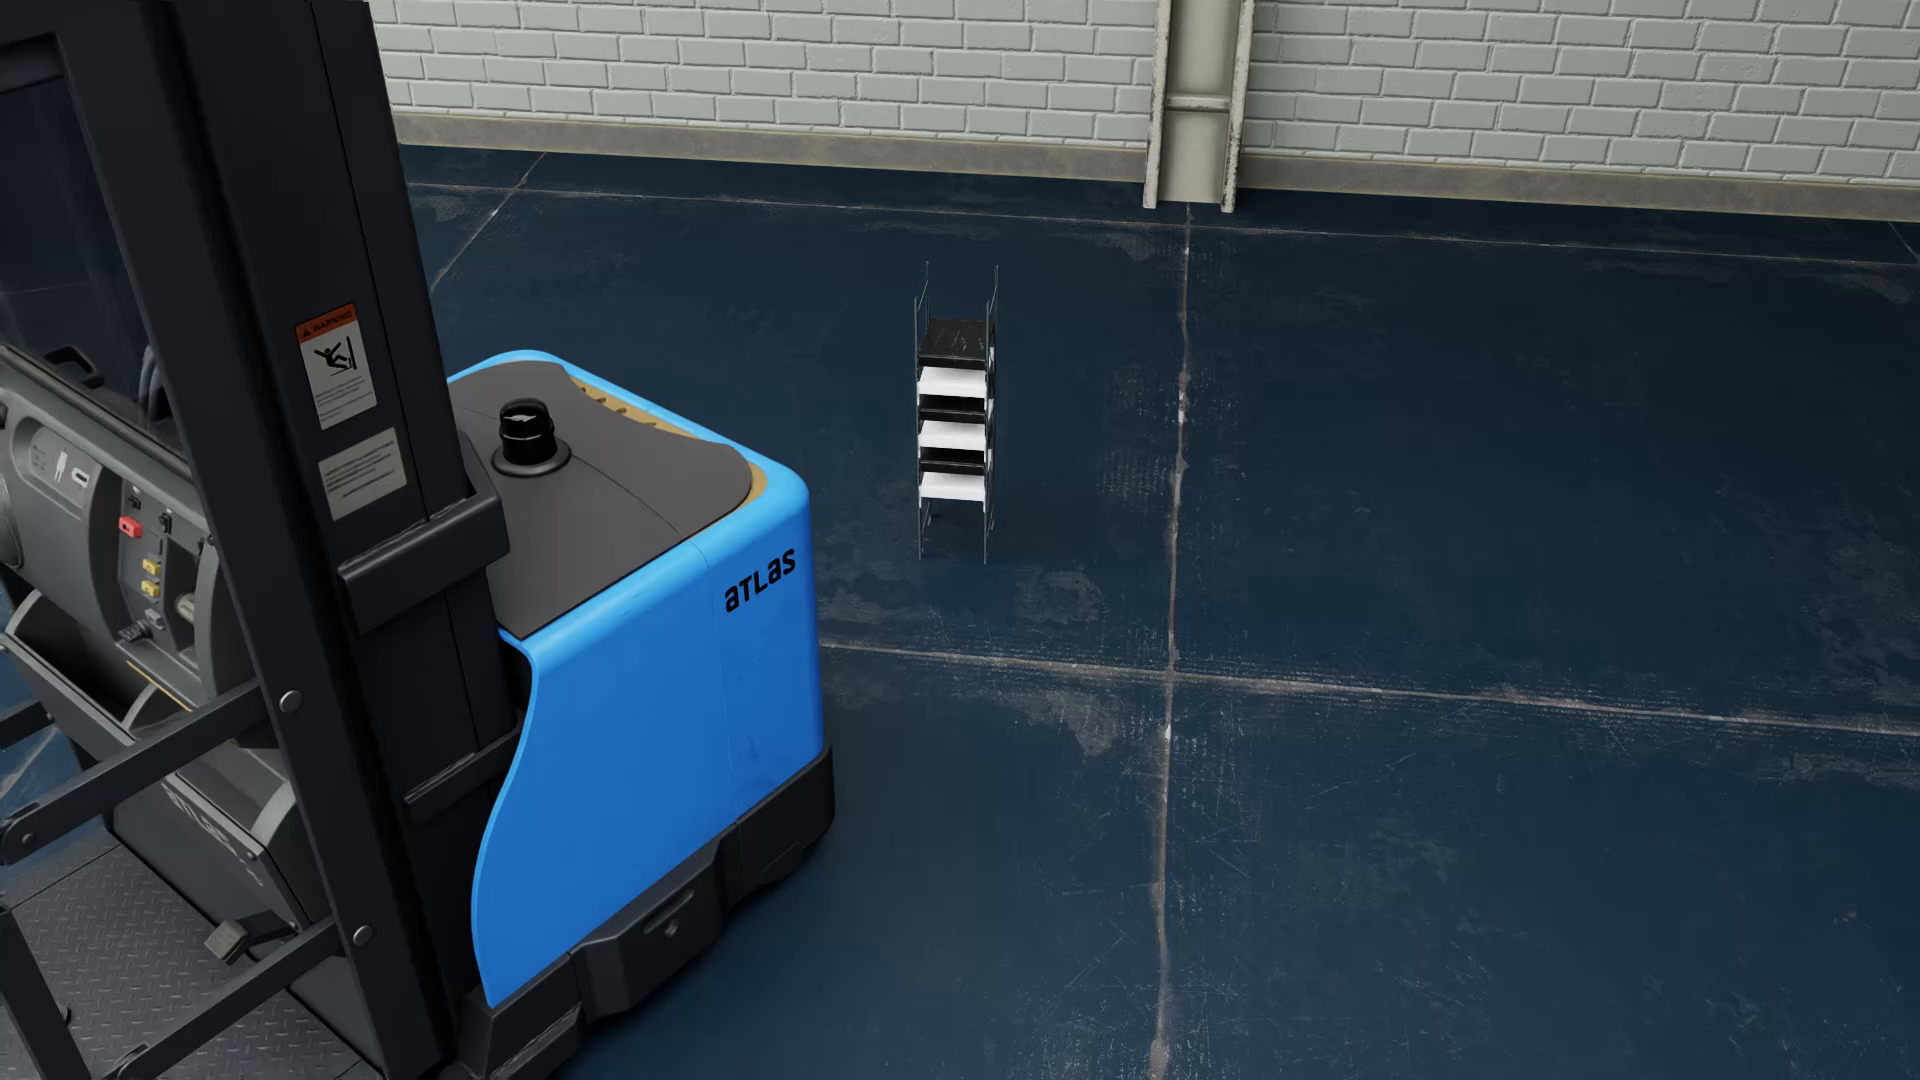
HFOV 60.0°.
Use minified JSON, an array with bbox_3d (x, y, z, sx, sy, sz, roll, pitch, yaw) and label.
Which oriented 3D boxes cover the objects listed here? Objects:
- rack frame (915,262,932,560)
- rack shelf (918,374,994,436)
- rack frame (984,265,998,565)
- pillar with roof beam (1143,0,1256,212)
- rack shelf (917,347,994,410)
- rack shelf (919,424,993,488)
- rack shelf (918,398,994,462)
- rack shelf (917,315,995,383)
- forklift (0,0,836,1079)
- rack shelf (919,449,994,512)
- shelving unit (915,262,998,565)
[{"bbox_3d":[-0.109,-0.374,5.000,0.006,0.900,0.240,4,36,6],"label":"rack frame"},{"bbox_3d":[-0.008,-0.413,4.956,0.200,0.077,0.258,4,36,6],"label":"rack shelf"},{"bbox_3d":[0.093,-0.359,4.979,0.006,0.900,0.240,4,36,6],"label":"rack frame"},{"bbox_3d":[0.471,-2.714,1.306,0.400,9.000,9.100,4,36,6],"label":"pillar with roof beam"},{"bbox_3d":[-0.008,-0.486,4.904,0.200,0.077,0.258,4,36,6],"label":"rack shelf"},{"bbox_3d":[-0.008,-0.266,5.061,0.200,0.077,0.258,4,36,6],"label":"rack shelf"},{"bbox_3d":[-0.008,-0.340,5.009,0.200,0.077,0.258,4,36,6],"label":"rack shelf"},{"bbox_3d":[-0.008,-0.560,4.852,0.200,0.077,0.258,4,36,6],"label":"rack shelf"},{"bbox_3d":[-1.633,0.030,2.685,1.130,2.935,3.031,25,43,31],"label":"forklift"},{"bbox_3d":[-0.008,-0.193,5.113,0.200,0.077,0.258,4,36,6],"label":"rack shelf"},{"bbox_3d":[-0.008,-0.367,4.989,0.210,0.900,0.258,4,36,6],"label":"shelving unit"}]
